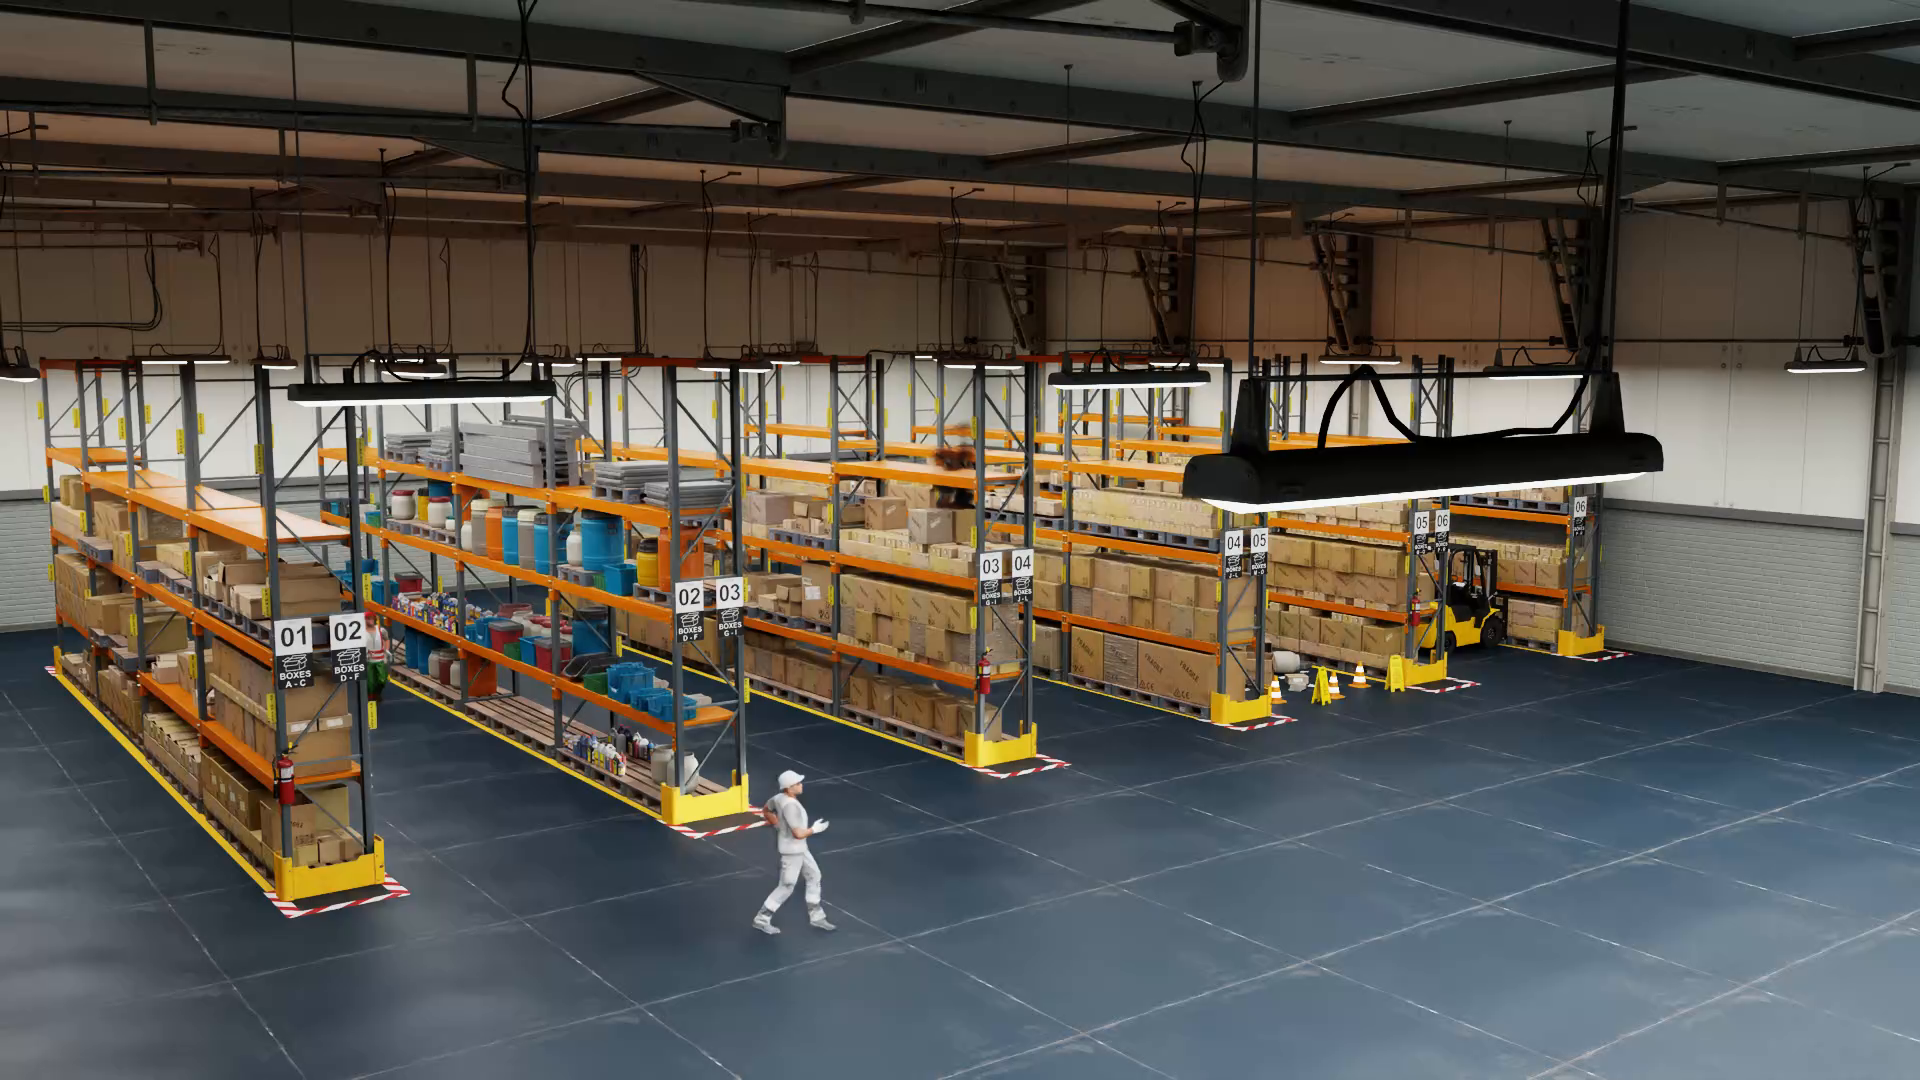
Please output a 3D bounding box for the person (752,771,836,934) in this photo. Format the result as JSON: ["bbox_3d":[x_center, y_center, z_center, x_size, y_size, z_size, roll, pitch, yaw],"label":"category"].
[{"bbox_3d":[-1.774,3.325,17.685,0.901,1.803,0.669,-1,7,-9],"label":"person"}]

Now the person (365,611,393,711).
[{"bbox_3d":[-9.987,2.070,28.309,0.651,1.743,0.583,-4,8,-32],"label":"person"}]

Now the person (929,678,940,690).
[{"bbox_3d":[-0.352,1.875,30.084,0.734,1.723,0.644,-5,9,-38],"label":"person"}]

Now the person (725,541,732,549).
[{"bbox_3d":[-5.610,0.502,41.539,0.802,1.766,0.791,-4,8,-28],"label":"person"}]
